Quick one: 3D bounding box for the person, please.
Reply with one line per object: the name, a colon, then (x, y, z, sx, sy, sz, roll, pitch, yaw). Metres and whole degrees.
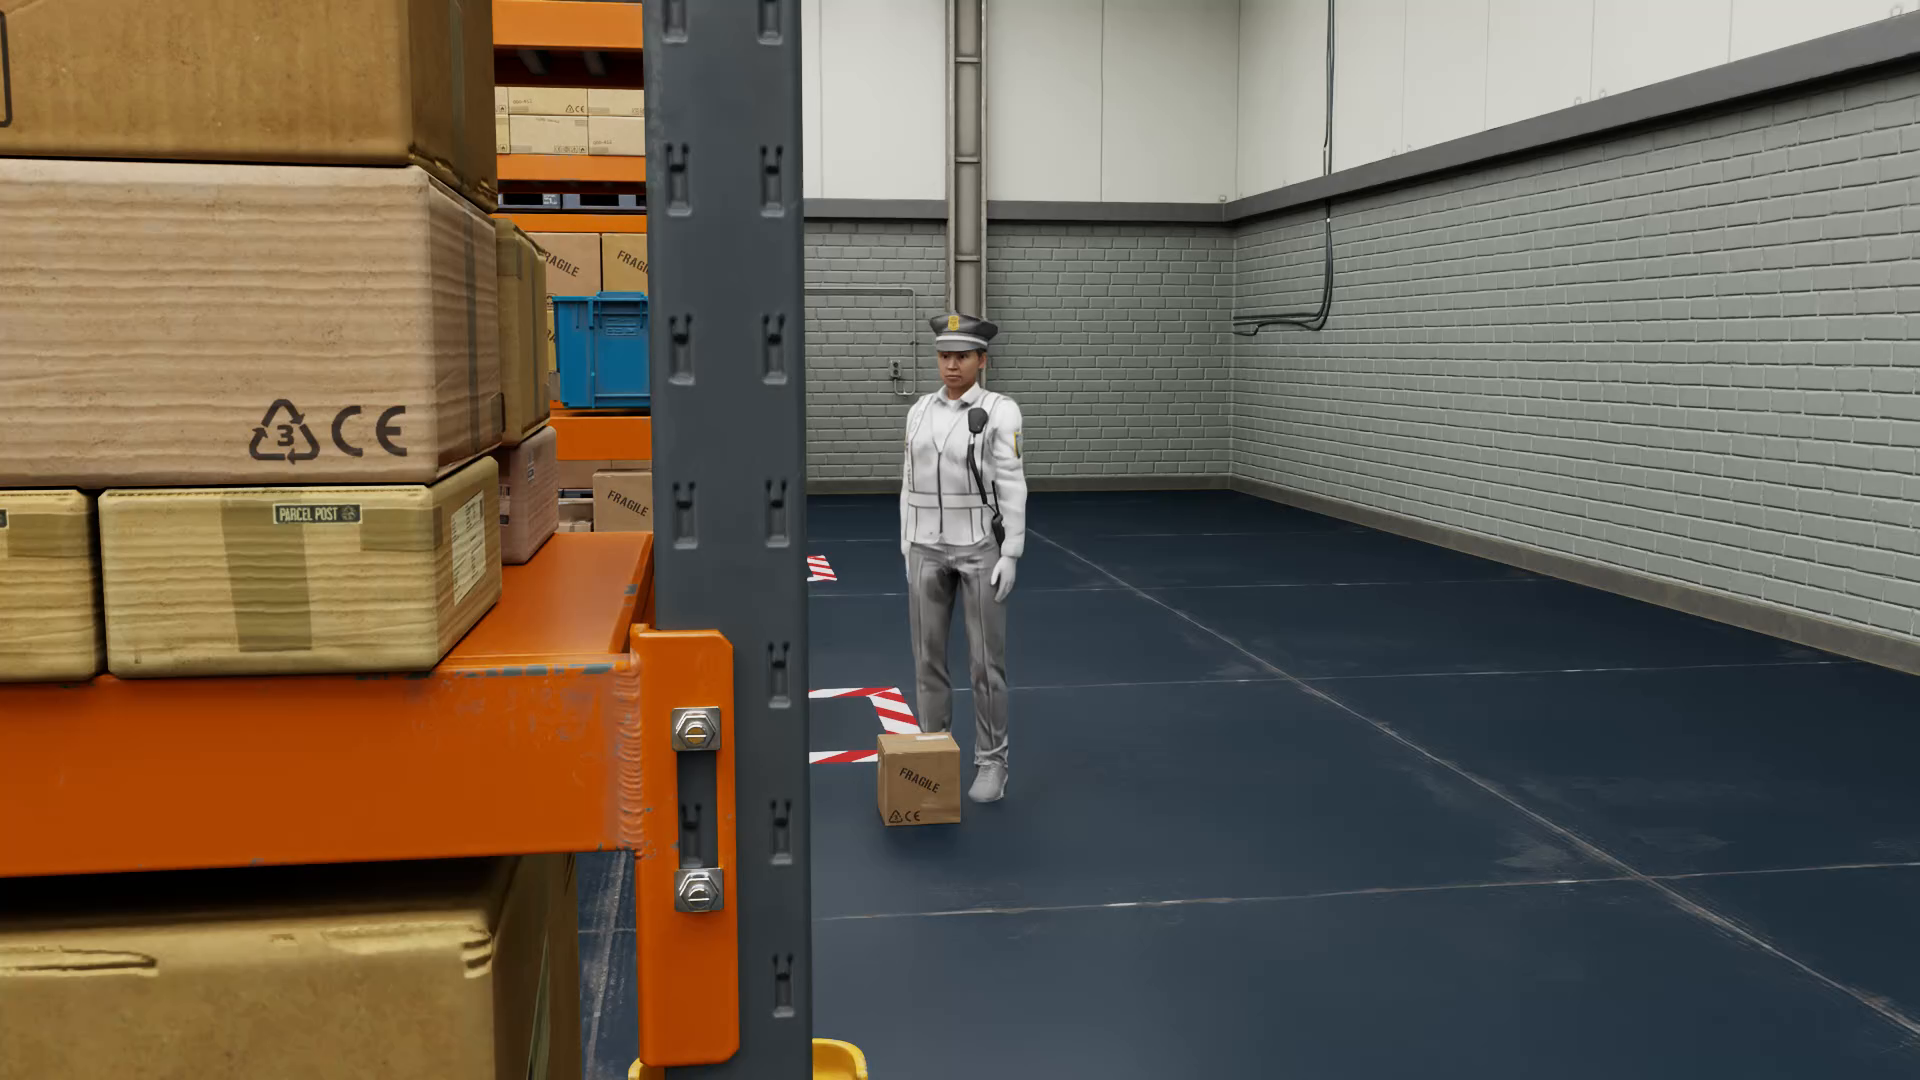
person: (-0.002, 0.062, 5.803, 0.471, 1.698, 0.335, 3, 7, 23)
